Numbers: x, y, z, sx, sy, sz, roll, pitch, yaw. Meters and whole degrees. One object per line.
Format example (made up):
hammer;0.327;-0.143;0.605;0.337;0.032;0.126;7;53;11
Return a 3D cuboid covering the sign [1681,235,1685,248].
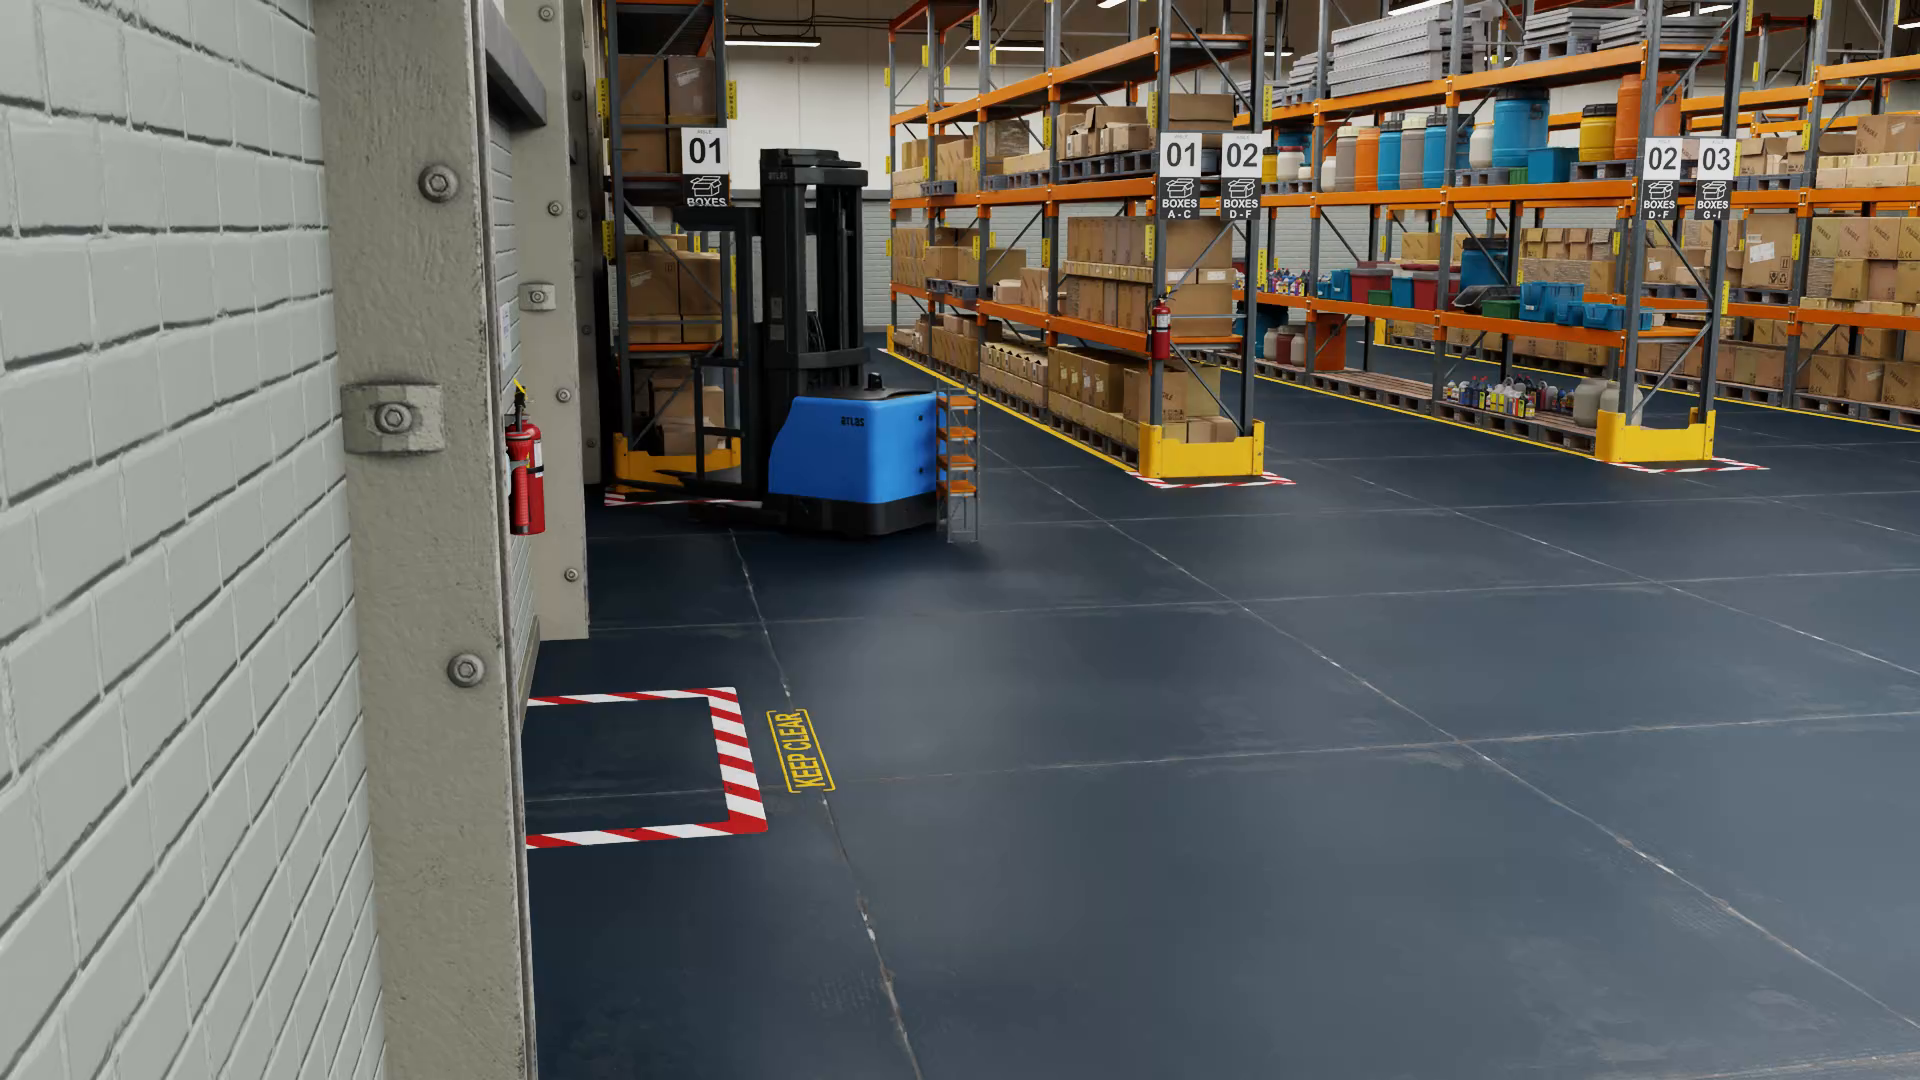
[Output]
sign;11.011;-4.494;25.401;0.100;0.325;0.005;-2;11;-11

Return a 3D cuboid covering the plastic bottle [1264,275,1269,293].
plastic bottle;4.841;-4.032;26.170;0.061;0.283;0.133;-2;11;-11

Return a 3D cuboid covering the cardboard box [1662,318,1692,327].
cardboard box;10.641;-3.178;24.872;0.500;0.250;0.500;-2;11;-9

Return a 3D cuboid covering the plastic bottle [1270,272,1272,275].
plastic bottle;5.238;-4.375;27.991;0.152;0.276;0.135;-2;11;-11

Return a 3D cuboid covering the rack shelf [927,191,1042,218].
rack shelf;0.374;-5.070;25.214;1.077;0.370;4.000;-2;11;-11

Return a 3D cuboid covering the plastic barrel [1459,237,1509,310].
plastic barrel;6.623;-3.357;20.972;0.600;0.901;0.708;-2;11;-11

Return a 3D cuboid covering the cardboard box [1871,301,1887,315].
cardboard box;11.273;-2.807;20.094;0.380;0.149;0.250;-2;11;-11

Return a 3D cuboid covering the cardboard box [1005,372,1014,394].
cardboard box;0.882;-2.051;21.679;0.500;0.250;0.500;-2;11;-10

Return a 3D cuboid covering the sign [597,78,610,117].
sign;-3.088;-3.827;14.391;0.100;0.325;0.005;-2;11;-11

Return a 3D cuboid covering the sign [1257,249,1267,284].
sign;2.865;-2.599;15.803;0.100;0.325;0.005;-2;11;-11

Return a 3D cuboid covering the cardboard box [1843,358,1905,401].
cardboard box;11.416;-2.008;20.786;0.500;0.500;0.500;1;11;7

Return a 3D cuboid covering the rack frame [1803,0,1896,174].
rack frame;11.259;-6.156;20.974;1.000;3.000;0.127;-2;11;-11

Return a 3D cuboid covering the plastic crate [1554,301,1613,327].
plastic crate;6.667;-2.423;17.800;0.499;0.251;0.408;-2;11;-11

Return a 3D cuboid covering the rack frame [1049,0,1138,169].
rack frame;1.541;-5.797;19.085;1.000;3.000;0.127;-2;11;-11

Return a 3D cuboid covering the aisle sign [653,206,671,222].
aisle sign;-5.371;-6.171;30.143;0.394;0.787;0.004;-2;11;-11

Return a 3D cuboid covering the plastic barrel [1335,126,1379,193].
plastic barrel;5.569;-5.324;23.283;0.600;0.901;0.600;0;11;0

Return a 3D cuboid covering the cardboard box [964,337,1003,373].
cardboard box;0.351;-2.734;24.549;0.500;0.500;0.500;-2;11;-9

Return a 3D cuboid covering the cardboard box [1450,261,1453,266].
cardboard box;9.157;-5.009;30.595;0.500;0.250;0.500;-2;11;-10

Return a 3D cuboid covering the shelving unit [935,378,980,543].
shelving unit;-0.020;-0.618;12.733;0.258;1.200;0.503;-2;11;-10

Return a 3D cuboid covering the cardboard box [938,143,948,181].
cardboard box;0.011;-6.000;26.517;0.600;0.600;0.600;-3;11;-16

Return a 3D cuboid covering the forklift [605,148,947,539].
forklift;-1.592;-1.633;13.436;3.031;2.935;1.130;7;13;33

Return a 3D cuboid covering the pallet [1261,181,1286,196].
pallet;5.316;-5.529;26.206;1.003;0.211;1.213;-2;11;-11

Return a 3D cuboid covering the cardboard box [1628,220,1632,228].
cardboard box;13.637;-6.166;33.335;0.500;0.500;0.500;-2;11;-11

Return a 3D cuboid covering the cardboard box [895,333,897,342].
cardboard box;-1.000;-3.740;30.723;0.380;0.166;0.250;-2;11;-11

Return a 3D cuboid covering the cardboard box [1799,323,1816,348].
cardboard box;14.691;-3.479;28.514;0.500;0.500;0.500;-2;11;-10

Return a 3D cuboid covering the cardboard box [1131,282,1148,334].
cardboard box;2.134;-2.347;16.740;0.700;0.500;0.500;-2;11;-10

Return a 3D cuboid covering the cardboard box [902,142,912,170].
cardboard box;-0.663;-6.876;29.836;0.700;0.500;0.500;-2;11;-11

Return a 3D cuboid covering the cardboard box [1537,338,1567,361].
cardboard box;10.201;-3.396;27.078;1.225;0.875;0.875;-2;11;-11

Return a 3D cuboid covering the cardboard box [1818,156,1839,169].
cardboard box;11.020;-4.734;20.859;0.380;0.149;0.250;-2;11;-13

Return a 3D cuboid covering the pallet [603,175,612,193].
pallet;-4.273;-4.899;22.898;1.213;0.211;1.003;-2;11;-8

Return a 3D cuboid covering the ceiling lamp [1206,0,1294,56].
ceiling lamp;6.015;-11.628;34.113;2.000;3.185;0.800;-2;11;-11

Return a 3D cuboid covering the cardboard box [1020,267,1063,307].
cardboard box;1.105;-3.325;21.877;0.500;0.500;0.500;-3;11;-14

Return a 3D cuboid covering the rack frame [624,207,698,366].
rack frame;-4.095;-3.402;22.550;1.000;3.000;0.127;-2;11;-11

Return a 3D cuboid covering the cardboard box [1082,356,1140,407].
cardboard box;1.618;-1.702;17.842;0.500;0.500;0.500;-2;11;-11

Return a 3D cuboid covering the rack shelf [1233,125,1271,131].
rack shelf;4.456;-7.260;29.768;1.077;0.370;4.000;-2;11;-11

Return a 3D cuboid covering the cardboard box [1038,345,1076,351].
cardboard box;1.309;-2.439;22.222;0.500;0.311;0.500;-2;11;-11

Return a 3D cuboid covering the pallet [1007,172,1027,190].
pallet;1.203;-4.638;21.524;1.003;0.211;1.213;-2;11;-8

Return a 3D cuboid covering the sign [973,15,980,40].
sign;0.233;-7.007;22.732;0.100;0.325;0.005;-2;11;-11

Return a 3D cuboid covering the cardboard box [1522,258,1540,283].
cardboard box;9.743;-4.448;27.777;0.500;0.500;0.500;-2;11;-12

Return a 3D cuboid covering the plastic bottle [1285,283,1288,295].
plastic bottle;5.019;-3.842;25.388;0.097;0.201;0.097;0;11;0

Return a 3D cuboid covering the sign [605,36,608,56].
sign;-5.422;-7.604;25.659;0.100;0.325;0.005;-2;11;-11

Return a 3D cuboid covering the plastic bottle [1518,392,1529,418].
plastic bottle;6.351;-1.519;18.742;0.061;0.283;0.133;-2;11;-10

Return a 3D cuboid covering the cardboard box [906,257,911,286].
cardboard box;-0.669;-4.730;29.260;0.500;0.500;0.500;-2;11;-10

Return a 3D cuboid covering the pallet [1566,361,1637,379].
pallet;10.402;-2.720;26.424;1.003;0.211;1.213;-2;11;-11

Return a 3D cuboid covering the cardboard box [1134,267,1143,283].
cardboard box;1.956;-2.642;16.552;0.380;0.149;0.250;-2;11;-12

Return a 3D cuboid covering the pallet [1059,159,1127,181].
pallet;1.732;-4.124;18.557;1.003;0.211;1.213;-2;11;-11

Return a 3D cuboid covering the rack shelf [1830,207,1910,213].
rack shelf;19.035;-6.524;32.851;1.077;0.370;4.000;-2;11;-11

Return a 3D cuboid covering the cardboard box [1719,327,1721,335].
cardboard box;14.150;-3.886;30.795;0.380;0.149;0.250;-3;11;-14

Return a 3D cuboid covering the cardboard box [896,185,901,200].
cardboard box;-0.858;-6.255;29.915;0.500;0.250;0.500;-2;11;-11

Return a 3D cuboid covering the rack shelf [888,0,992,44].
rack shelf;-0.404;-8.910;28.478;1.077;0.370;4.000;-2;11;-11

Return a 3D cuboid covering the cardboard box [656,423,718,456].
cardboard box;-2.586;-0.961;15.736;0.500;0.311;0.500;-3;11;-17

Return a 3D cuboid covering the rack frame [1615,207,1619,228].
rack frame;13.810;-5.572;33.949;1.000;3.000;0.127;-2;11;-11
